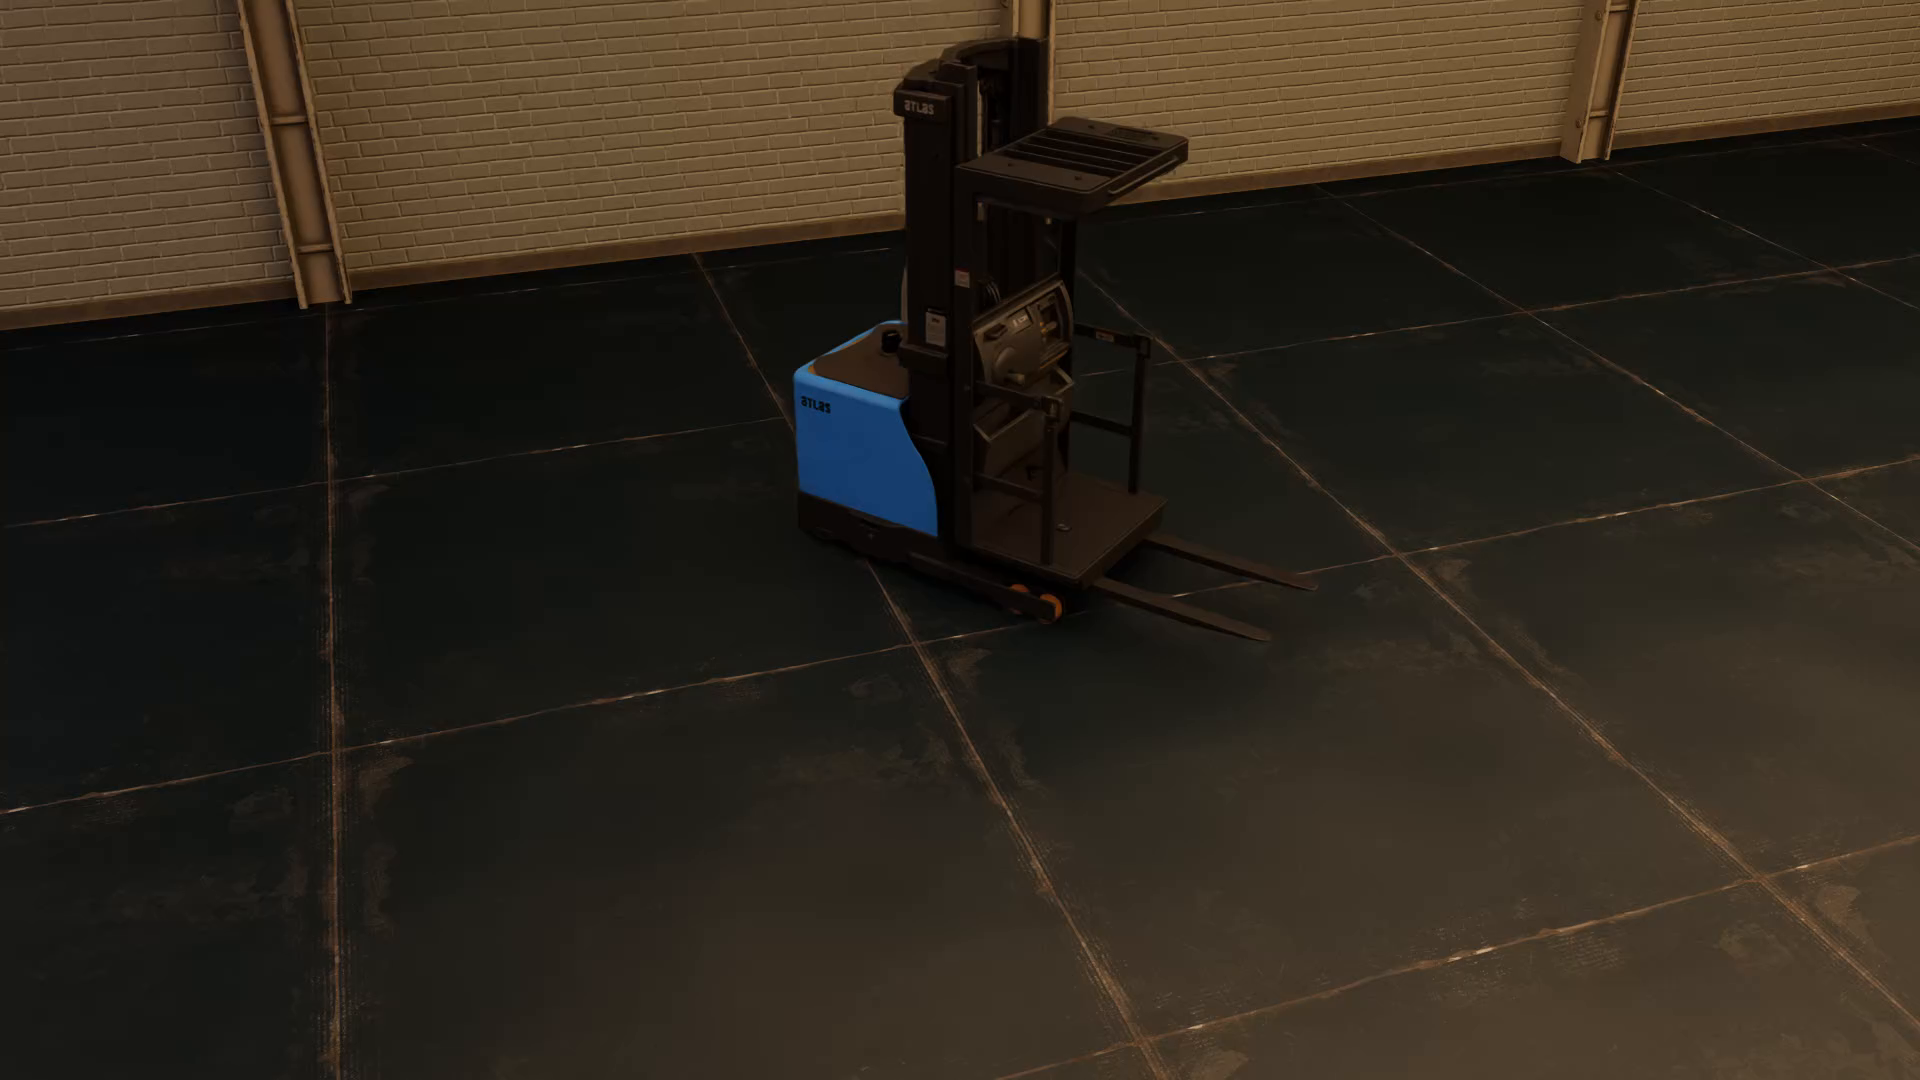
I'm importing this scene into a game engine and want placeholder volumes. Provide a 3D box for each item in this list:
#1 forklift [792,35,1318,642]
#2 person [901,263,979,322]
[{"bbox_3d":[0.526,-1.106,9.009,3.031,2.935,1.130,18,35,29],"label":"forklift"},{"bbox_3d":[-0.050,-1.441,11.154,0.694,1.422,0.797,1,30,2],"label":"person"}]
